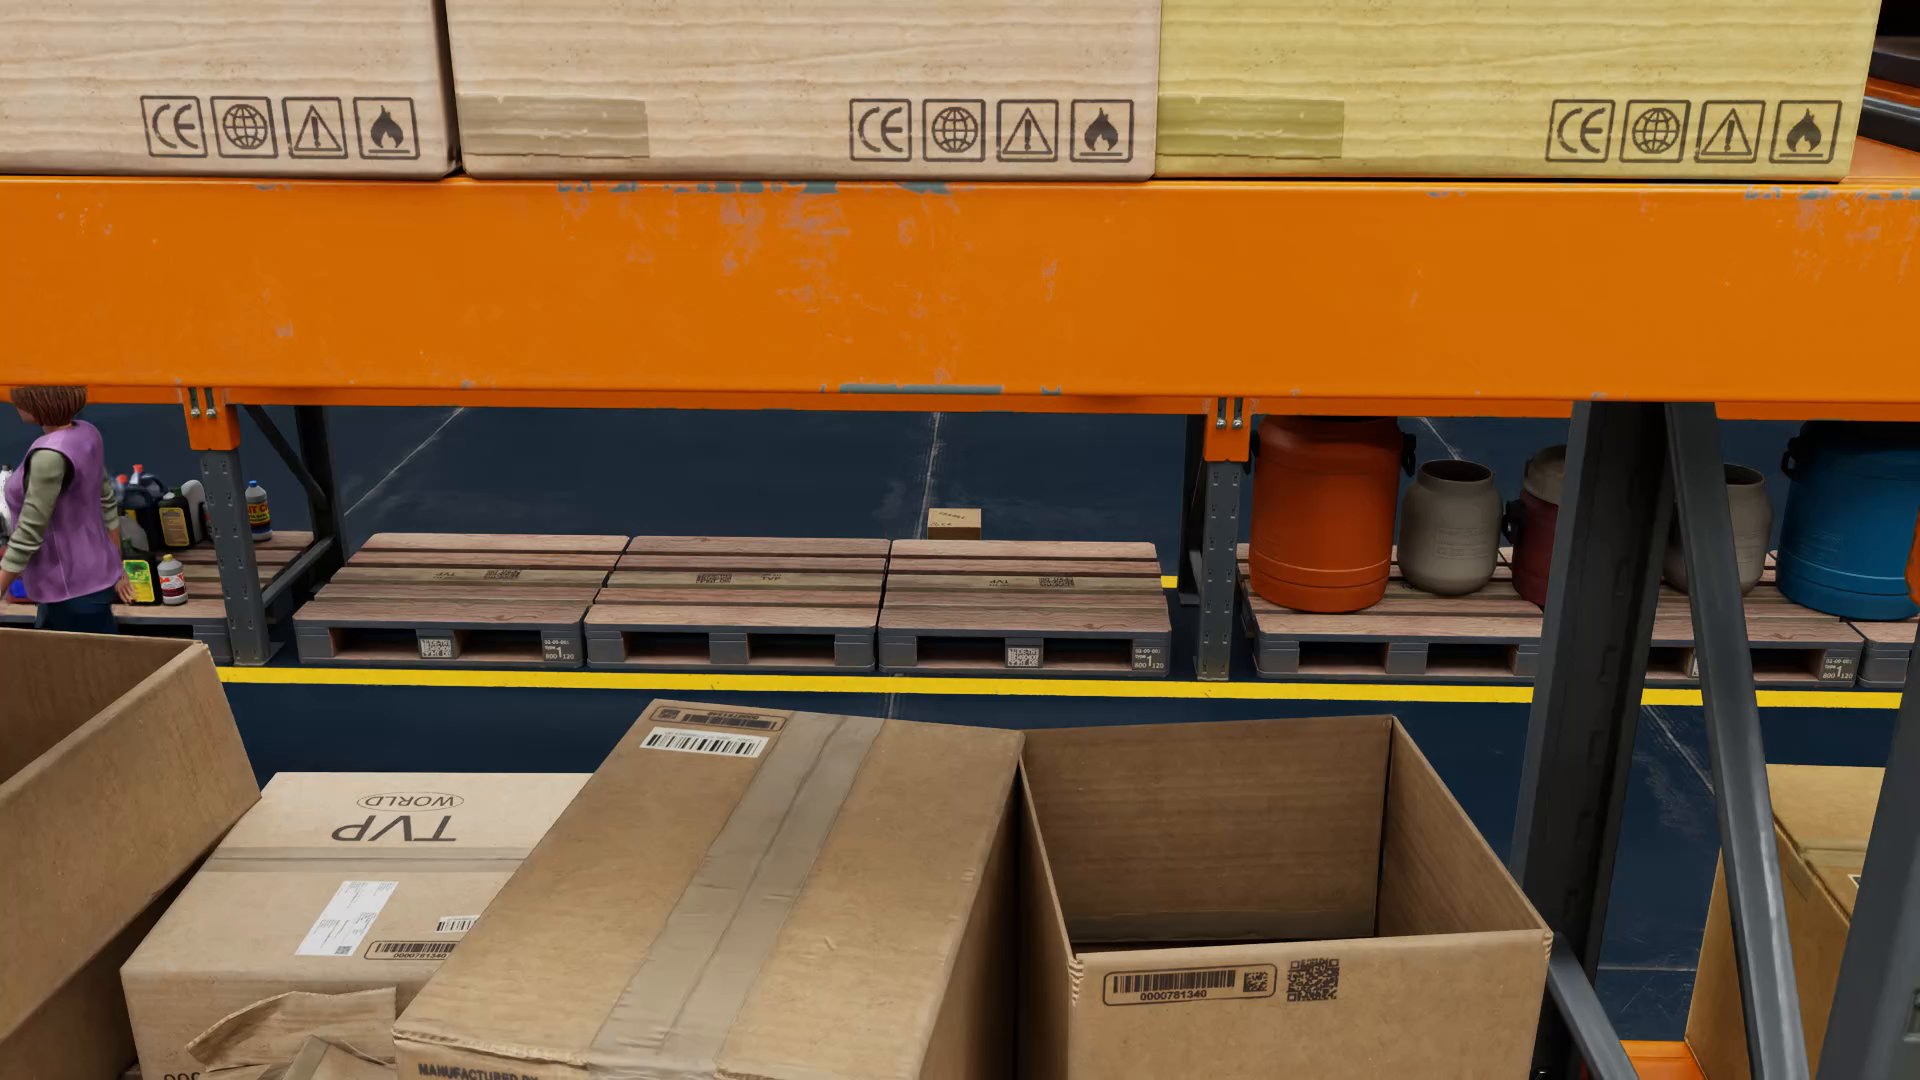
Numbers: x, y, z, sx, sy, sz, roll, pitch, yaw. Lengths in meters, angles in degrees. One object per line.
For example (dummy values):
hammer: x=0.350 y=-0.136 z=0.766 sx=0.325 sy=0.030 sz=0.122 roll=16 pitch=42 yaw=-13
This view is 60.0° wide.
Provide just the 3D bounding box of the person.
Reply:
person: x=-3.095 y=0.170 z=5.650 sx=0.745 sy=1.602 sz=0.423 roll=-5 pitch=22 yaw=-13
